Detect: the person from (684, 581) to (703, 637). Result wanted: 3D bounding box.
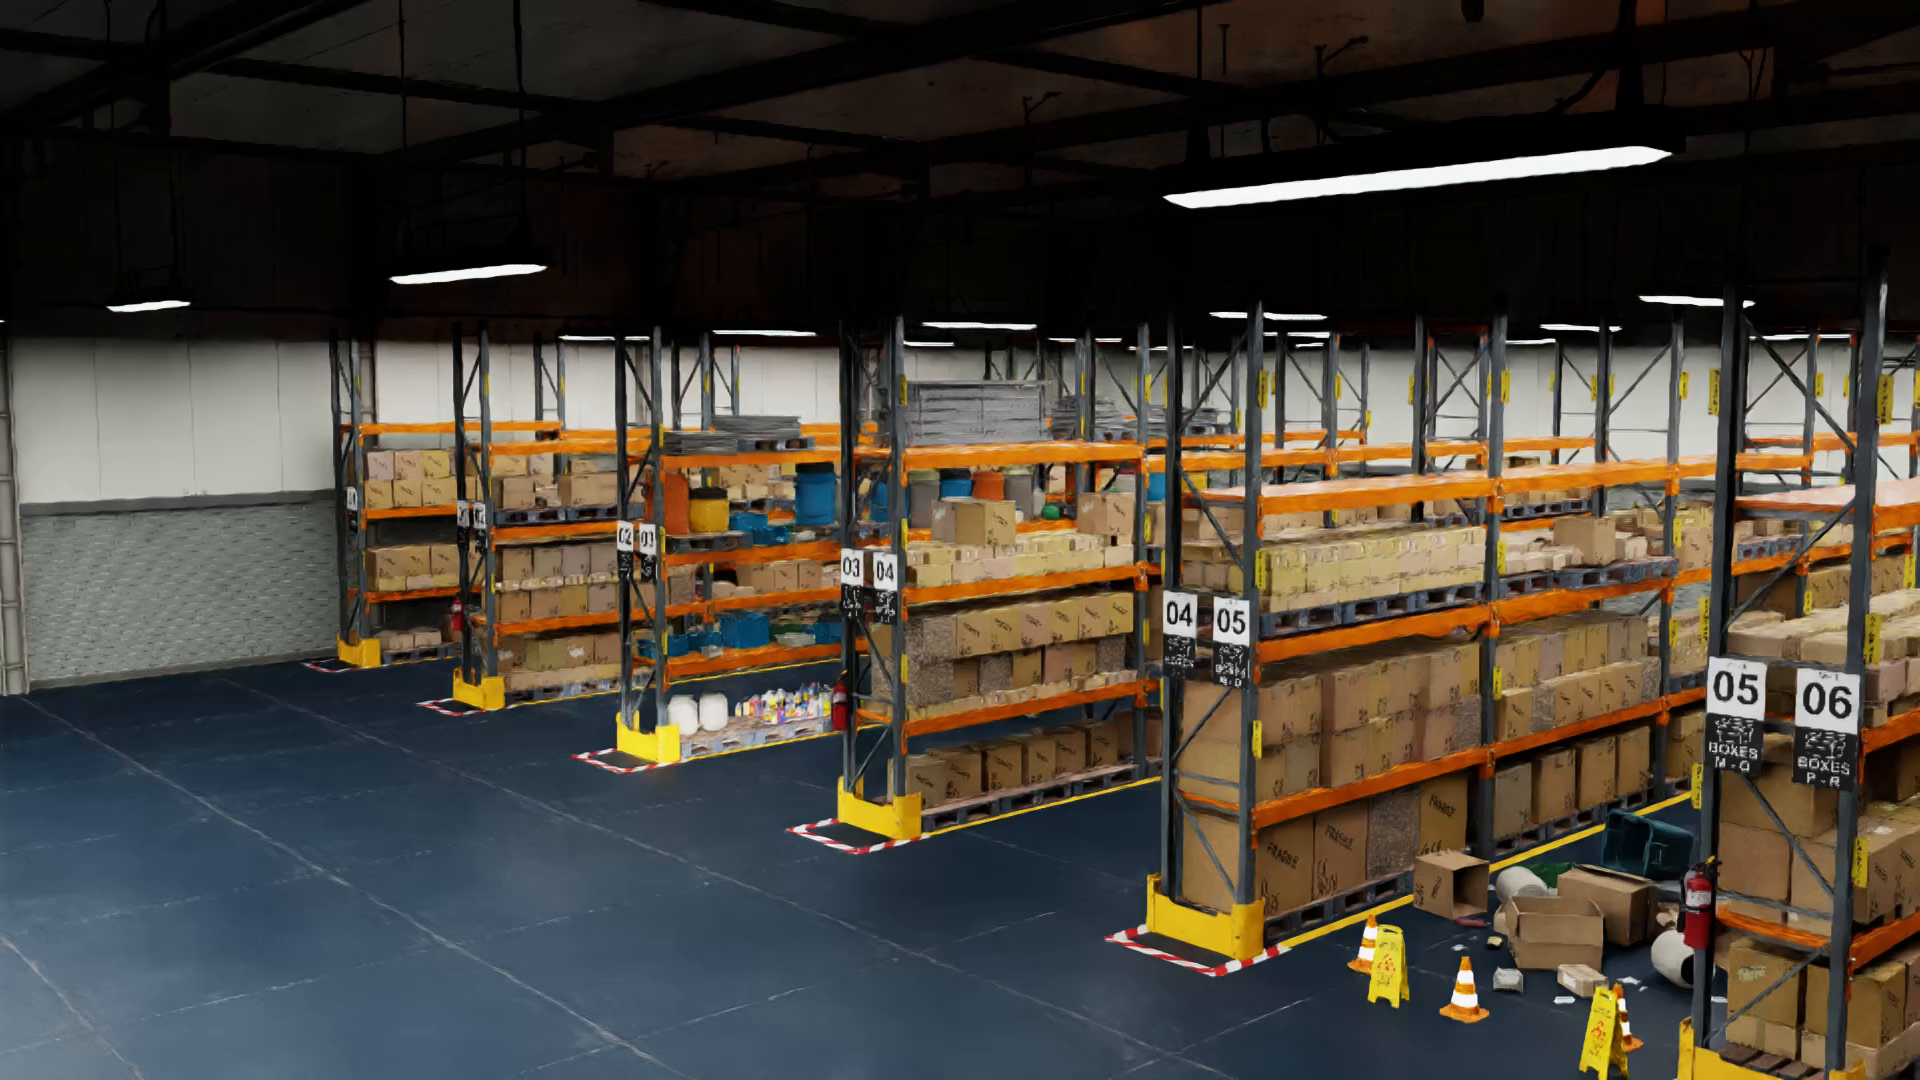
[{"bbox_3d":[-5.070,1.286,30.647,1.121,1.691,0.577,-5,7,-39],"label":"person"}]

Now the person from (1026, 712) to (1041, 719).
[{"bbox_3d":[1.247,1.794,25.294,0.537,1.692,0.852,5,7,39],"label":"person"}]

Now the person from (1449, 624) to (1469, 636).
[{"bbox_3d":[7.263,1.881,24.072,0.447,1.782,0.678,3,6,27],"label":"person"}]
